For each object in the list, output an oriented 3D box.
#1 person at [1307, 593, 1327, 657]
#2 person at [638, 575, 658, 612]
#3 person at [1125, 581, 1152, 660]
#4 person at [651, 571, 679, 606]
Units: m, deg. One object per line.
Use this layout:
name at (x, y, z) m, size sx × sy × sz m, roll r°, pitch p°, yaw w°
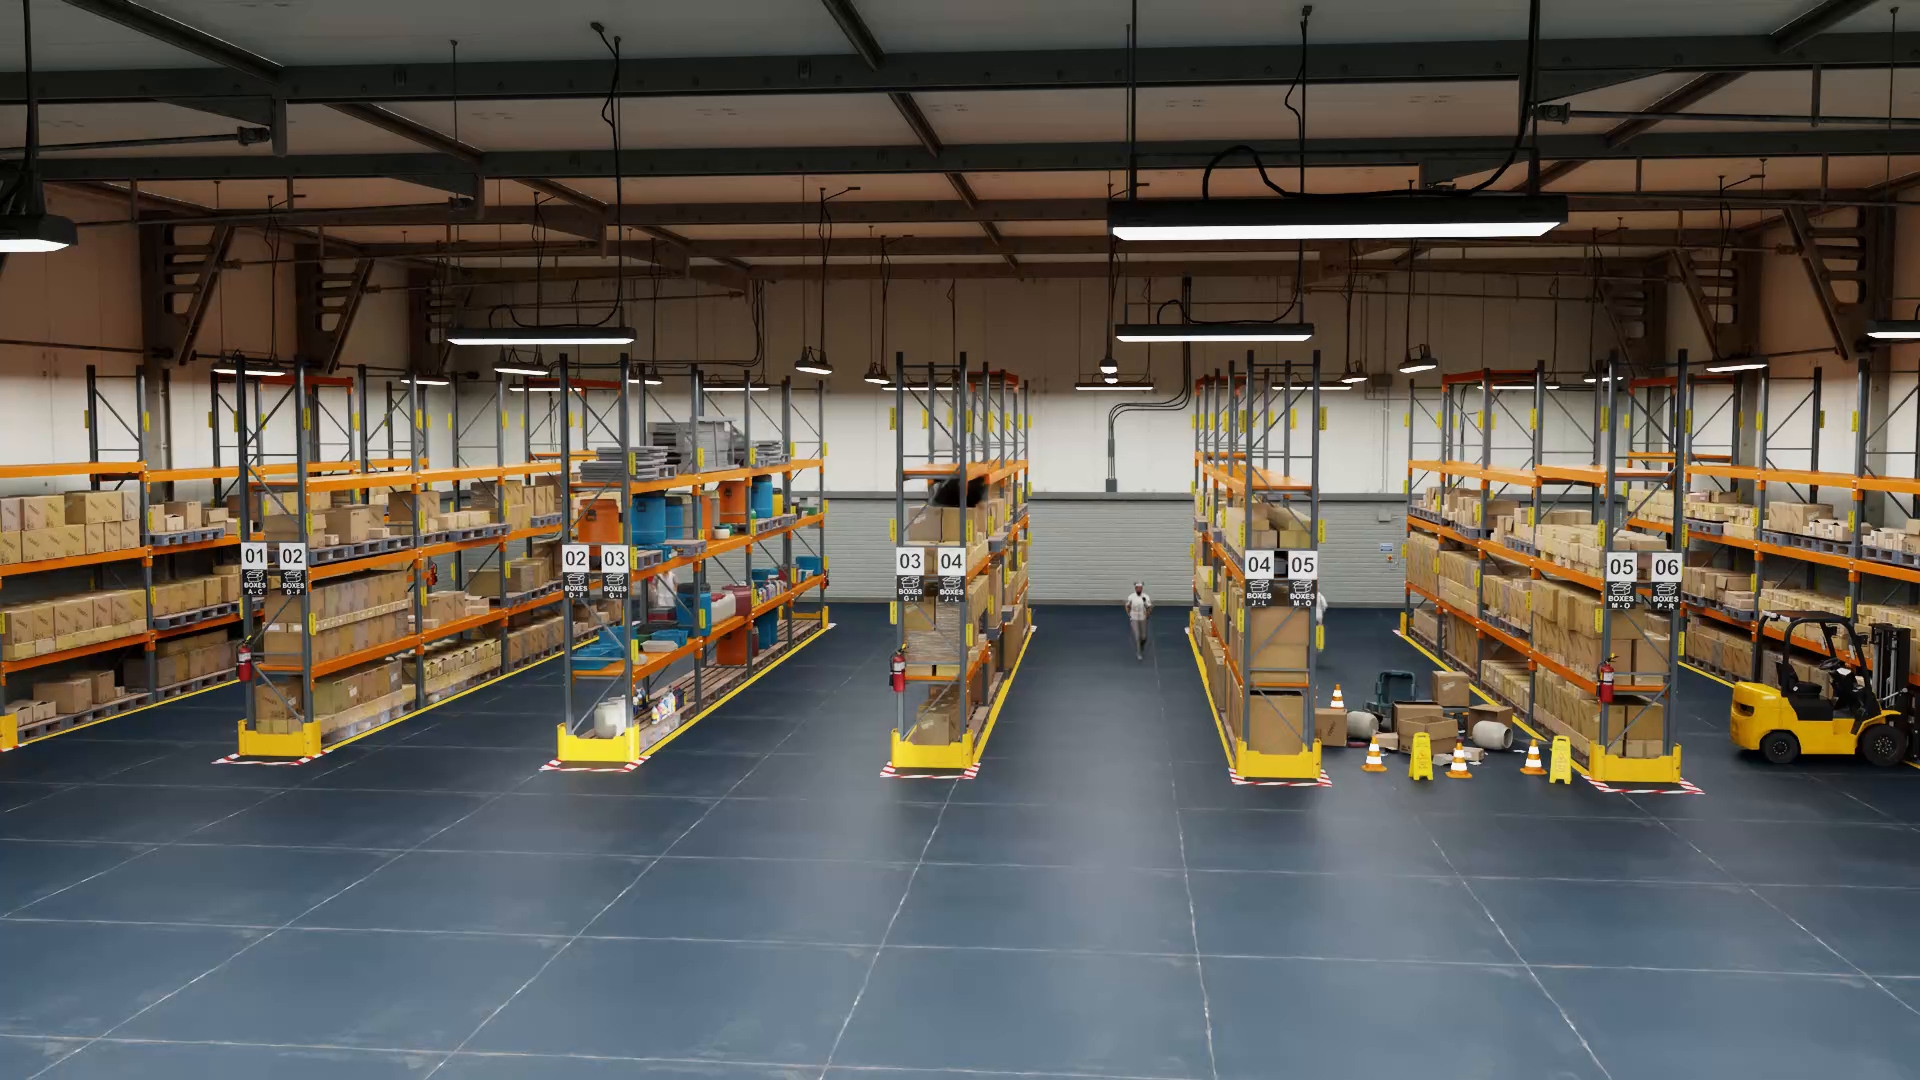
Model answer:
person at (7.429, 1.711, 34.916) m, size 0.618 × 1.678 × 1.024 m, roll 0°, pitch 4°, yaw -2°
person at (-7.802, 1.171, 41.829) m, size 0.985 × 1.723 × 0.665 m, roll 2°, pitch 4°, yaw 24°
person at (3.772, 1.676, 35.131) m, size 0.571 × 1.659 × 0.623 m, roll 0°, pitch 4°, yaw 1°
person at (-6.919, 1.363, 38.995) m, size 0.642 × 1.750 × 0.635 m, roll -1°, pitch 4°, yaw -8°
